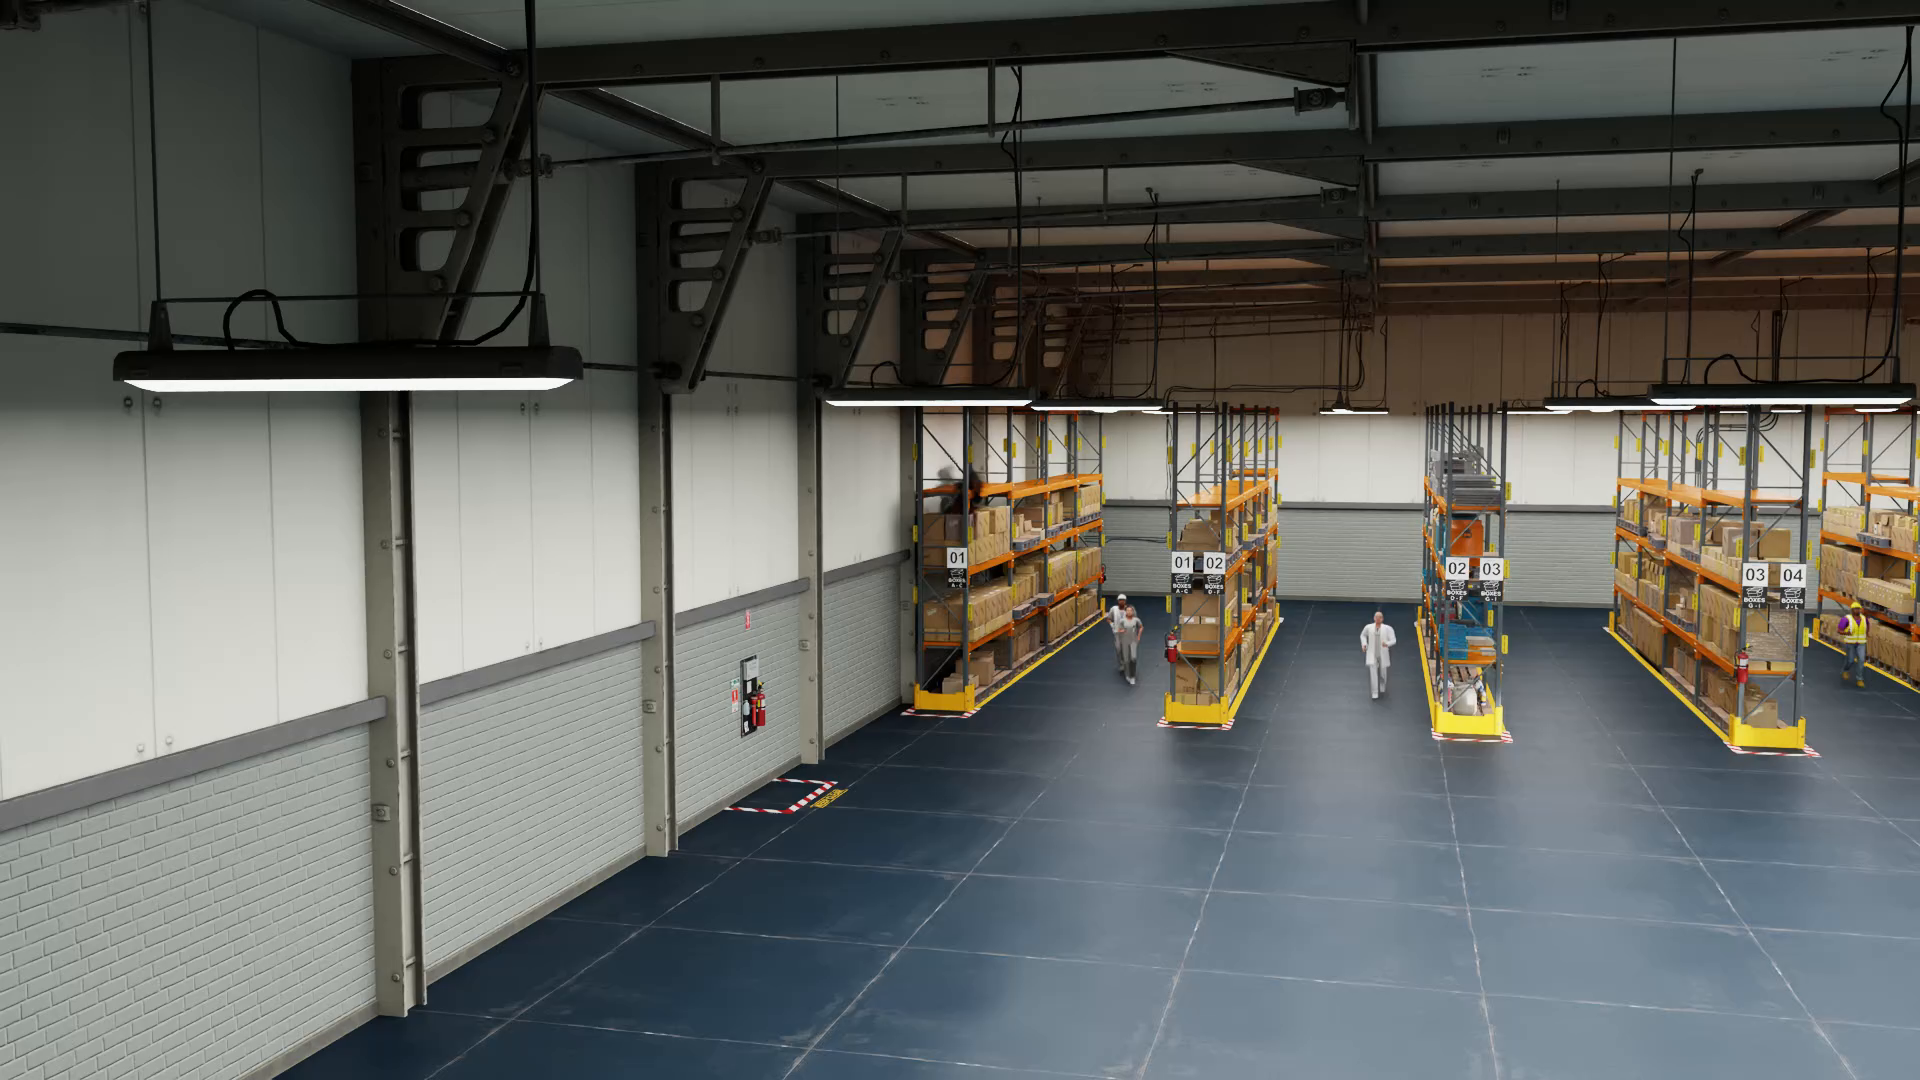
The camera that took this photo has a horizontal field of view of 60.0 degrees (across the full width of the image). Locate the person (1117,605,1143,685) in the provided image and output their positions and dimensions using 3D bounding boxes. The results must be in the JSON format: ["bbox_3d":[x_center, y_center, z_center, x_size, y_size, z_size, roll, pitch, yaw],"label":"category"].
[{"bbox_3d":[3.646,2.254,35.696,0.544,1.705,0.691,1,4,8],"label":"person"}]

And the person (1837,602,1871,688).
[{"bbox_3d":[19.067,2.206,35.439,0.701,1.765,0.972,1,4,11],"label":"person"}]

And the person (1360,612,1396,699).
[{"bbox_3d":[8.520,2.342,33.949,0.720,1.746,0.912,1,4,16],"label":"person"}]

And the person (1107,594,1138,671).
[{"bbox_3d":[3.620,2.087,37.260,0.674,1.747,0.624,1,4,11],"label":"person"}]
